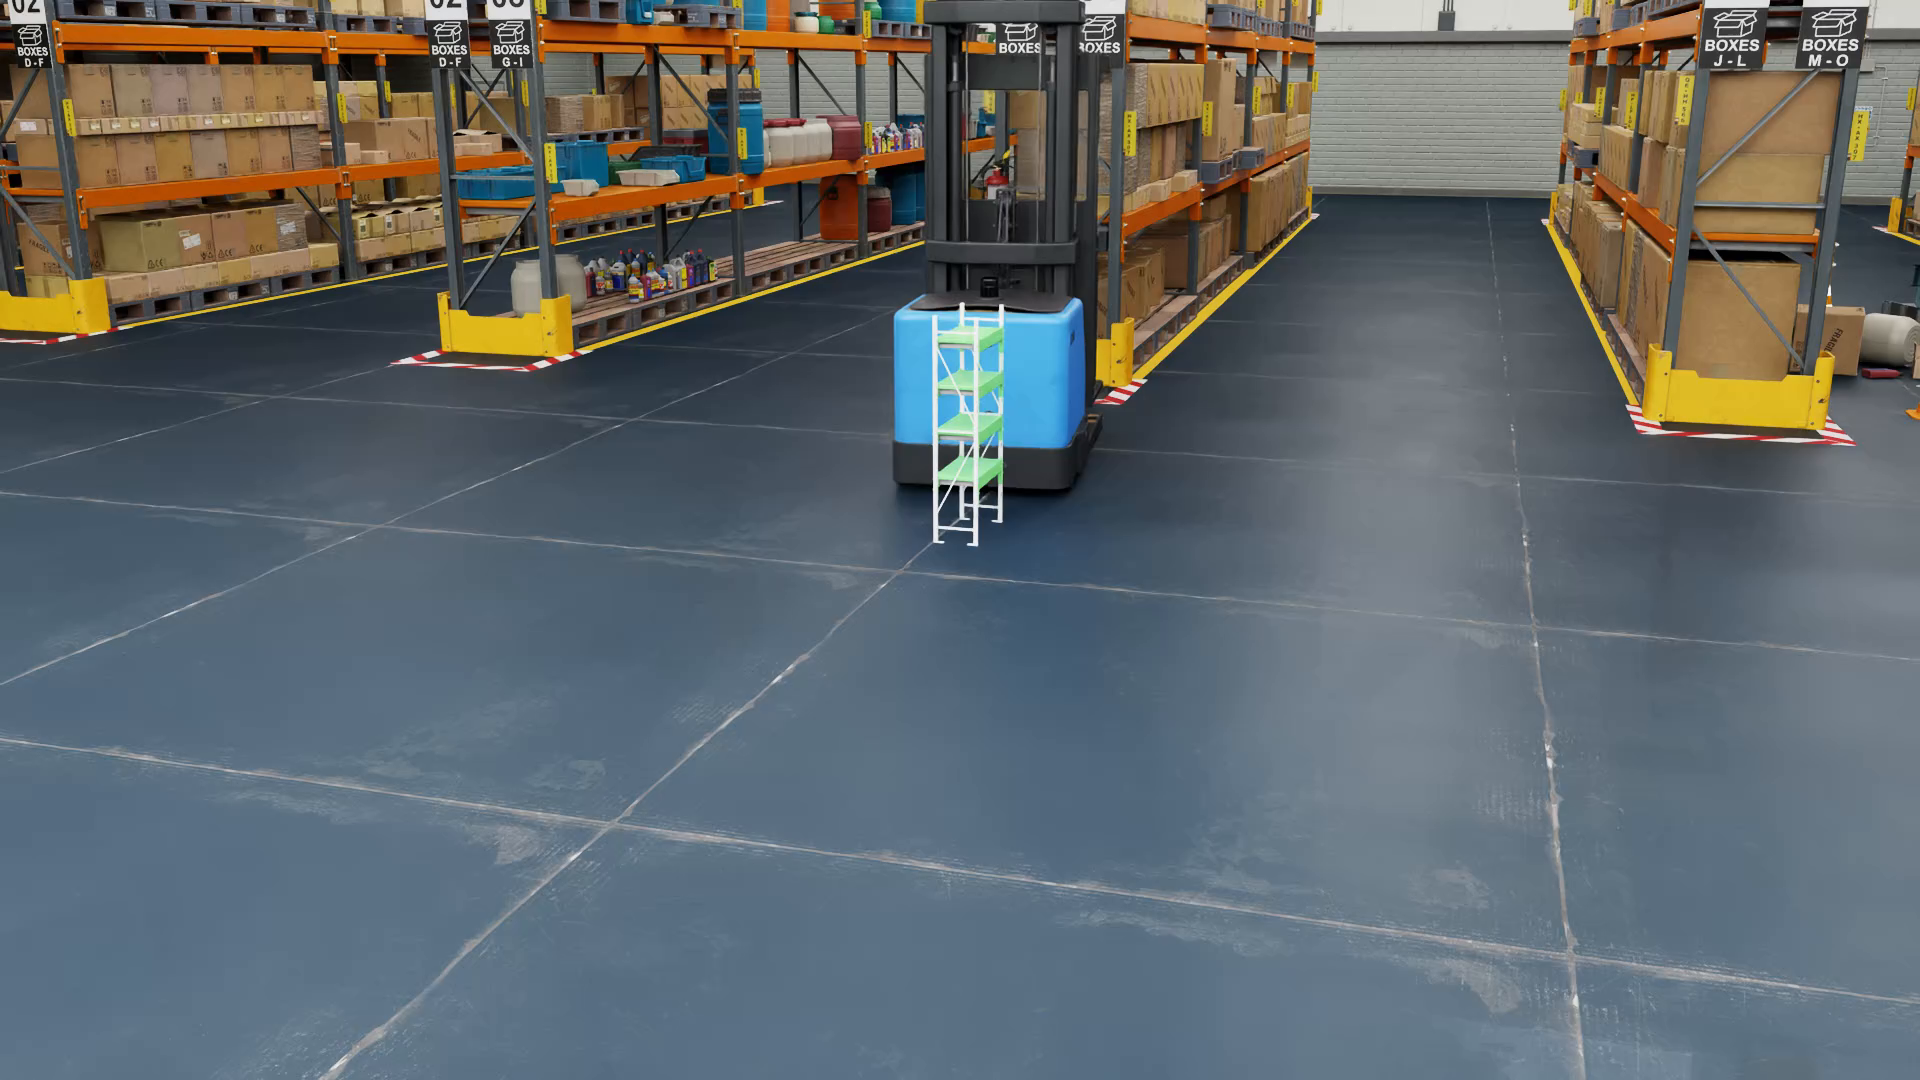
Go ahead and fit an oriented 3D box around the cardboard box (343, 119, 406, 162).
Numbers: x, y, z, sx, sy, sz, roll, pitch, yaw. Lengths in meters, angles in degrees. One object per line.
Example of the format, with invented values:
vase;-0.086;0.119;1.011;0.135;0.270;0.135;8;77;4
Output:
cardboard box;-7.211;-4.912;20.465;0.500;0.500;0.500;6;17;20

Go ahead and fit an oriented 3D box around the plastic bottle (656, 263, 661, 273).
plastic bottle;-3.052;-2.686;16.974;0.061;0.283;0.133;5;16;16

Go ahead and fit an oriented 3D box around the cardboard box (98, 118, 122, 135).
cardboard box;-8.341;-3.995;16.045;0.380;0.149;0.250;4;16;14

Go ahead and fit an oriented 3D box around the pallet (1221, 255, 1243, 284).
pallet;2.815;-3.257;19.927;1.003;0.211;1.213;5;16;16

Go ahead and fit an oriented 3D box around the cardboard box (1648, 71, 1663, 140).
cardboard box;6.161;-3.560;13.630;0.875;0.550;0.550;5;16;16

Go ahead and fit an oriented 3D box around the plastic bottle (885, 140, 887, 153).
plastic bottle;-1.049;-5.364;22.608;0.097;0.201;0.097;0;16;0

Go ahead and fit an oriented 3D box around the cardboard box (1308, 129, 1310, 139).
cardboard box;5.527;-6.657;27.262;0.380;0.149;0.250;5;17;17

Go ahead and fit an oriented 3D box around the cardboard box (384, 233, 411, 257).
cardboard box;-7.096;-3.625;20.383;0.500;0.250;0.500;5;17;17

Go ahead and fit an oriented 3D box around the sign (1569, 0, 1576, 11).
sign;9.519;-8.391;25.816;0.100;0.325;0.005;5;16;16

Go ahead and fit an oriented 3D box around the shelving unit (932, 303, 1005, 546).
shelving unit;0.047;-0.621;8.818;0.258;1.200;0.503;5;16;16

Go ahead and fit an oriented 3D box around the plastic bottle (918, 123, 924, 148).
plastic bottle;-0.573;-5.896;24.210;0.144;0.351;0.185;5;16;16

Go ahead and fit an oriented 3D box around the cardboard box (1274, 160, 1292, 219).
cardboard box;4.440;-5.196;24.776;0.875;0.875;0.875;5;16;16

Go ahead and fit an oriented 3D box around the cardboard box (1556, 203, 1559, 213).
cardboard box;9.583;-5.203;26.133;0.380;0.149;0.250;5;17;17

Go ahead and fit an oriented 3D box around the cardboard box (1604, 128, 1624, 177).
cardboard box;7.094;-4.079;17.529;0.500;0.500;0.500;5;16;16

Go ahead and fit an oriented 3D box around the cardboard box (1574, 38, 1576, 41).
cardboard box;9.512;-7.621;24.979;0.500;0.250;0.500;5;17;18

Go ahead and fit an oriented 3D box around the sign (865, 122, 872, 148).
sign;-1.181;-5.225;21.455;0.100;0.325;0.005;5;16;16

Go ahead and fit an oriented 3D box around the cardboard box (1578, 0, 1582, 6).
cardboard box;9.422;-8.027;24.764;0.380;0.149;0.250;5;17;17

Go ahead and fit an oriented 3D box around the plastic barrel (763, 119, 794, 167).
plastic barrel;-2.156;-4.632;19.412;0.433;0.535;0.433;0;16;0

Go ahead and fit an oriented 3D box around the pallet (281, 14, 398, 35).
pallet;-7.357;-6.109;19.723;0.805;0.209;1.217;4;16;14

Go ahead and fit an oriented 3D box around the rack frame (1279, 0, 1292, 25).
rack frame;4.175;-8.736;23.138;1.000;3.000;0.127;5;16;16

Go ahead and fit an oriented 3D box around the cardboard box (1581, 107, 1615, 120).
cardboard box;7.686;-5.128;20.011;0.380;0.149;0.250;5;17;18

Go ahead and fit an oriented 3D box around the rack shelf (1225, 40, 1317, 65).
rack shelf;4.744;-7.470;25.490;1.077;0.370;4.000;5;16;16

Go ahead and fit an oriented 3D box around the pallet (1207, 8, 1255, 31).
pallet;2.471;-5.534;17.692;1.213;0.211;1.003;5;16;16

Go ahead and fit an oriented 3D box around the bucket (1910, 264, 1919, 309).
bucket;8.801;-2.288;14.612;0.726;0.611;0.620;11;9;35

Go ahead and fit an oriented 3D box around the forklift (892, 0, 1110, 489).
forklift;0.363;-2.059;10.717;1.130;2.935;3.031;3;16;9

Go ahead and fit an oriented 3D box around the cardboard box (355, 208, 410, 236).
cardboard box;-7.091;-3.894;20.304;0.500;0.311;0.500;4;16;15

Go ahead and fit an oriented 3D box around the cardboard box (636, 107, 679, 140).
cardboard box;-4.915;-6.779;27.050;0.500;0.500;0.500;5;17;17

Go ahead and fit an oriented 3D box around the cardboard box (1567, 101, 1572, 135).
cardboard box;9.367;-6.311;24.855;0.500;0.500;0.500;5;17;17

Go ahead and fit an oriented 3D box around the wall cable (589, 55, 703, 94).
wall cable;-6.985;-10.893;36.433;3.097;2.526;0.112;5;16;16

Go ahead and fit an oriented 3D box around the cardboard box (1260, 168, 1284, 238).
cardboard box;3.760;-4.627;22.769;1.225;0.875;0.875;4;16;14

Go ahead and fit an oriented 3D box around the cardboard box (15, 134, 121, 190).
cardboard box;-8.587;-3.649;16.013;0.700;0.500;0.500;5;16;16

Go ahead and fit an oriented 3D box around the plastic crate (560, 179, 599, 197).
plastic crate;-3.421;-3.177;15.015;0.298;0.136;0.250;5;16;16

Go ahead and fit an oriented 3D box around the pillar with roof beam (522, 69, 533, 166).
pillar with roof beam;-4.870;-11.374;32.440;9.100;9.000;0.400;5;16;16

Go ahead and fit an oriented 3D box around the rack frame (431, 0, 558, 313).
rack frame;-3.984;-3.094;14.242;1.000;3.000;0.127;5;16;16

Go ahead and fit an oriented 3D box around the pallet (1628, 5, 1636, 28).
pallet;7.318;-5.279;16.793;1.003;0.211;1.213;5;17;18

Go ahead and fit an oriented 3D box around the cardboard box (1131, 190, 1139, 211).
cardboard box;1.250;-2.774;13.572;0.380;0.149;0.250;5;16;16

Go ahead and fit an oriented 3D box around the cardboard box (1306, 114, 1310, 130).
cardboard box;5.429;-6.820;27.106;0.500;0.250;0.500;4;16;15

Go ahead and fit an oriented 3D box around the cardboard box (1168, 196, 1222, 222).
cardboard box;2.736;-3.856;19.327;0.500;0.250;0.500;7;17;22

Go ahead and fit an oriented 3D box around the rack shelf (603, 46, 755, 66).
rack shelf;-4.753;-8.239;28.202;1.077;0.370;4.000;5;16;16

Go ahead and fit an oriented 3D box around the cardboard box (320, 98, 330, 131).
cardboard box;-10.248;-6.798;26.533;0.500;0.500;0.500;5;16;16

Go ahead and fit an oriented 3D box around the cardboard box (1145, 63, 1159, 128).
cardboard box;1.332;-3.636;13.589;0.500;0.500;0.500;5;16;16

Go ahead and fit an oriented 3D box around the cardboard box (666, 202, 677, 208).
cardboard box;-4.995;-5.630;27.303;0.500;0.311;0.500;5;16;16

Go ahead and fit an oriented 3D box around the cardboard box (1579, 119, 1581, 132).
cardboard box;7.760;-5.050;20.284;0.380;0.149;0.250;5;16;15

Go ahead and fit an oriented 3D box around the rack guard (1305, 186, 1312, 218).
rack guard;5.319;-5.700;28.009;1.175;0.500;0.348;5;16;16

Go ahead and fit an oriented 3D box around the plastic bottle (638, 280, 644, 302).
plastic bottle;-3.140;-2.437;16.246;0.097;0.201;0.097;0;16;0

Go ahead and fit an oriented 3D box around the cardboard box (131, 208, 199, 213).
cardboard box;-8.451;-3.276;17.778;0.500;0.500;0.500;5;16;16

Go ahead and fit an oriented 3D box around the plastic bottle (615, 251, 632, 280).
plastic bottle;-3.528;-2.850;17.428;0.144;0.351;0.185;4;16;14

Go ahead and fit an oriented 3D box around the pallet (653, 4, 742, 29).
pallet;-2.958;-5.297;16.856;1.213;0.211;1.003;5;16;16

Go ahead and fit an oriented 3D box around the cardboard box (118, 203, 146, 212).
cardboard box;-11.735;-4.514;23.023;0.700;0.500;0.500;5;16;16

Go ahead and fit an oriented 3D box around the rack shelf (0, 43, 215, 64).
rack shelf;-11.777;-6.529;22.174;1.077;0.370;4.000;5;16;16

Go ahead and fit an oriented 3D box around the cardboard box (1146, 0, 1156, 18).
cardboard box;1.291;-4.323;13.350;0.500;0.250;0.500;4;16;15

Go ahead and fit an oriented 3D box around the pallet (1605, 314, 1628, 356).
pallet;6.338;-1.811;14.829;1.003;0.211;1.213;5;16;16

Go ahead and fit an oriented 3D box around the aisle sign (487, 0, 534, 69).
aisle sign;-3.723;-4.304;13.741;0.394;0.787;0.004;5;16;16
